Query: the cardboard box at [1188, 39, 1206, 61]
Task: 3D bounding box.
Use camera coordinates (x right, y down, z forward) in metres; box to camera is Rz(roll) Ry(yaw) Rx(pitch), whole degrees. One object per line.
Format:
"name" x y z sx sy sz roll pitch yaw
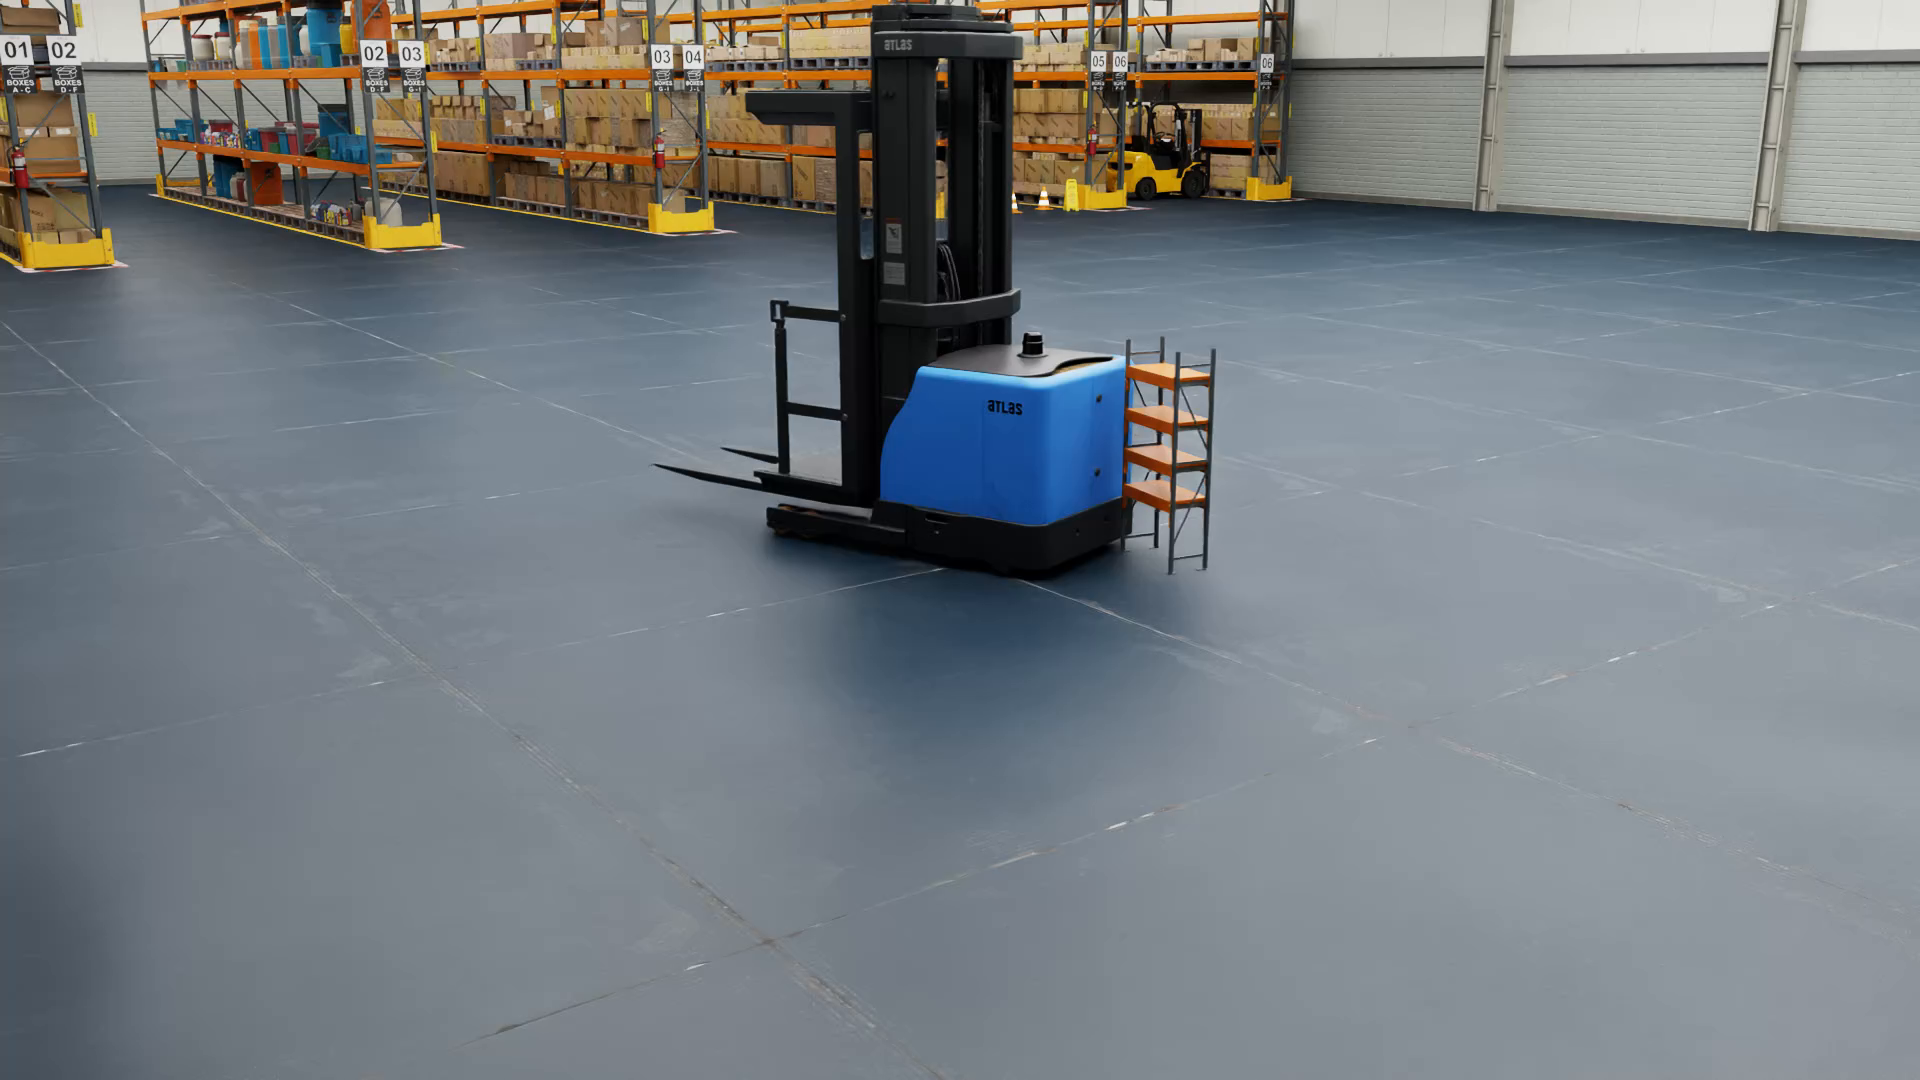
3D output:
"cardboard box" 5.787 -11.463 38.913 0.797 0.503 0.637 -10 18 -33

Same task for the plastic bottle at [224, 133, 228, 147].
"plastic bottle" -14.915 -8.132 33.826 0.061 0.283 0.133 -11 19 -35

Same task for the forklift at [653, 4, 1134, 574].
"forklift" -0.513 -1.519 9.576 3.031 2.935 1.130 11 19 34

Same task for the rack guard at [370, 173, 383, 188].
"rack guard" -14.372 -9.200 42.244 1.175 0.500 0.348 -11 19 -35

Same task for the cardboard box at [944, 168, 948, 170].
"cardboard box" -0.432 -8.725 39.953 0.950 0.372 0.625 -10 18 -33

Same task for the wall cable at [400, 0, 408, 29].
"wall cable" -14.895 -16.589 47.045 2.277 5.999 0.120 -11 19 -35

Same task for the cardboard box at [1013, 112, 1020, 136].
"cardboard box" 1.346 -9.218 36.822 0.500 0.500 0.500 -11 19 -35

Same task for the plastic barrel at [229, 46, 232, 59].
"plastic barrel" -14.409 -9.713 33.165 0.301 0.262 0.301 0 15 0

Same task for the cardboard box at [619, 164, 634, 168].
"cardboard box" -8.354 -9.445 41.881 0.380 0.149 0.250 -10 18 -33

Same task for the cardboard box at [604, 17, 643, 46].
"cardboard box" -6.066 -9.156 29.964 0.500 0.500 0.500 -11 19 -35

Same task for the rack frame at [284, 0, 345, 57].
"rack frame" -11.309 -9.963 28.932 1.000 3.000 0.127 -11 19 -35

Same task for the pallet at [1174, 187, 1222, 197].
"pallet" 5.882 -8.366 39.743 1.003 0.211 1.213 -11 19 -35

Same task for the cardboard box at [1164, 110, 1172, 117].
"cardboard box" 5.116 -10.230 39.851 0.380 0.149 0.250 -10 18 -33

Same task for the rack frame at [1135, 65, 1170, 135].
"rack frame" 4.727 -10.148 40.971 1.000 3.000 0.127 -11 19 -35

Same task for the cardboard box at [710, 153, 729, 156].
"cardboard box" -5.792 -8.984 39.239 0.500 0.250 0.500 -12 19 -37

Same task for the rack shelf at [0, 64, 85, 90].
"rack shelf" -14.141 -6.974 25.057 1.077 0.370 4.000 -11 19 -35

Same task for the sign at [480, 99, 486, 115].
"sign" -10.101 -9.164 35.184 0.100 0.325 0.005 -11 19 -35

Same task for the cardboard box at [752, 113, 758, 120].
"cardboard box" -4.128 -9.440 36.301 0.700 0.500 0.500 -11 19 -34

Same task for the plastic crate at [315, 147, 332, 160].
"plastic crate" -10.739 -6.634 28.533 0.450 0.188 0.662 -11 19 -35

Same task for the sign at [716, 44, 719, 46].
"sign" -6.794 -13.761 46.684 0.100 0.325 0.005 -11 19 -35

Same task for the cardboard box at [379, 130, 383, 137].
"cardboard box" -14.113 -10.044 41.066 0.380 0.149 0.250 -11 19 -36

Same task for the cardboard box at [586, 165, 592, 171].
"cardboard box" -9.559 -9.749 43.556 0.380 0.149 0.250 -12 19 -37

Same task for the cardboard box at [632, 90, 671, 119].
"cardboard box" -5.474 -7.737 29.517 0.500 0.500 0.500 -11 19 -35

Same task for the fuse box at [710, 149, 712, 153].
"fuse box" -7.891 -12.813 53.149 0.539 1.711 0.414 -11 19 -35

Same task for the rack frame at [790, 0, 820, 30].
"rack frame" -3.990 -13.979 43.603 1.000 3.000 0.127 -11 19 -35

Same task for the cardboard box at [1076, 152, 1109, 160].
"cardboard box" 3.517 -9.642 42.825 0.875 0.625 0.625 -12 19 -37

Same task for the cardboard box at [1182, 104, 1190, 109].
"cardboard box" 5.496 -10.276 39.456 0.380 0.149 0.250 -11 19 -35

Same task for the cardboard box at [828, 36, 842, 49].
"cardboard box" -2.277 -9.884 33.062 0.500 0.250 0.500 -11 19 -34

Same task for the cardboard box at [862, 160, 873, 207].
"cardboard box" -1.331 -7.045 32.863 0.875 0.875 0.875 -11 19 -34

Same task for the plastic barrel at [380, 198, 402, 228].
"plastic barrel" -9.405 -5.347 27.347 0.421 0.512 0.421 0 15 0

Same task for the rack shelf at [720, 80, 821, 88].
"rack shelf" -5.166 -12.612 45.654 1.077 0.370 4.000 -11 19 -35

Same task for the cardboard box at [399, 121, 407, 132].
"cardboard box" -13.084 -9.891 39.751 0.500 0.250 0.500 -10 18 -33

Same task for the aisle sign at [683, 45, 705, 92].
"aisle sign" -4.671 -8.272 29.191 0.394 0.787 0.004 -11 19 -35

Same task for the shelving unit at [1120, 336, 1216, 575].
"shelving unit" 1.117 -0.464 8.999 0.258 1.200 0.503 -7 17 -25

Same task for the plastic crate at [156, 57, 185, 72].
"plastic crate" -17.688 -10.680 37.351 0.504 0.338 0.767 -11 19 -35

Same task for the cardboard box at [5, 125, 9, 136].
"cardboard box" -13.951 -6.081 24.694 0.380 0.149 0.250 -10 18 -33

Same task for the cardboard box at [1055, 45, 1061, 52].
"cardboard box" 2.235 -10.434 35.300 0.380 0.149 0.250 -11 19 -34

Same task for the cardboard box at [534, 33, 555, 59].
"cardboard box" -8.053 -9.854 33.226 0.797 0.503 0.637 -10 18 -32

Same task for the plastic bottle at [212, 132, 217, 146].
"plastic bottle" -15.504 -8.362 34.683 0.152 0.276 0.135 -11 19 -35

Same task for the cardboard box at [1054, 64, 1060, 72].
"cardboard box" 2.233 -10.055 35.427 0.380 0.149 0.250 -11 19 -34

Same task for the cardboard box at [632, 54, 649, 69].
"cardboard box" -5.439 -8.422 29.268 0.500 0.250 0.500 -10 18 -33

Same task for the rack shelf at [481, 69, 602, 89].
"rack shelf" -8.478 -9.365 33.793 1.077 0.370 4.000 -11 19 -35

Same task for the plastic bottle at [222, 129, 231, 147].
"plastic bottle" -14.975 -8.205 33.965 0.144 0.351 0.185 -11 19 -35

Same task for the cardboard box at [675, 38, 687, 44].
"cardboard box" -6.344 -11.458 38.438 0.396 0.266 0.258 -11 19 -35

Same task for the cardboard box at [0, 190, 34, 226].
"cardboard box" -14.414 -5.072 25.418 0.500 0.500 0.500 -11 19 -35

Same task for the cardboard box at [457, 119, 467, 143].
"cardboard box" -10.741 -9.026 36.681 0.500 0.500 0.500 -12 19 -36

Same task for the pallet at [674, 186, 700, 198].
"pallet" -6.041 -8.263 39.367 1.003 0.211 1.213 -11 19 -35

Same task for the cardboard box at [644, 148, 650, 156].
"cardboard box" -5.431 -6.945 29.746 0.380 0.149 0.250 -11 19 -35

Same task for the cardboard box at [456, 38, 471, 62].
"cardboard box" -10.650 -10.680 36.248 0.500 0.500 0.500 -10 18 -32

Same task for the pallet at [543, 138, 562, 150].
"pallet" -7.634 -7.932 33.237 1.003 0.211 1.213 -11 19 -35

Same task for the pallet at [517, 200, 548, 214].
"pallet" -8.483 -6.920 34.461 1.003 0.211 1.213 -11 19 -35

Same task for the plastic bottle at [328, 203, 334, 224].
"plastic bottle" -10.809 -5.636 28.672 0.144 0.351 0.185 -11 19 -35
